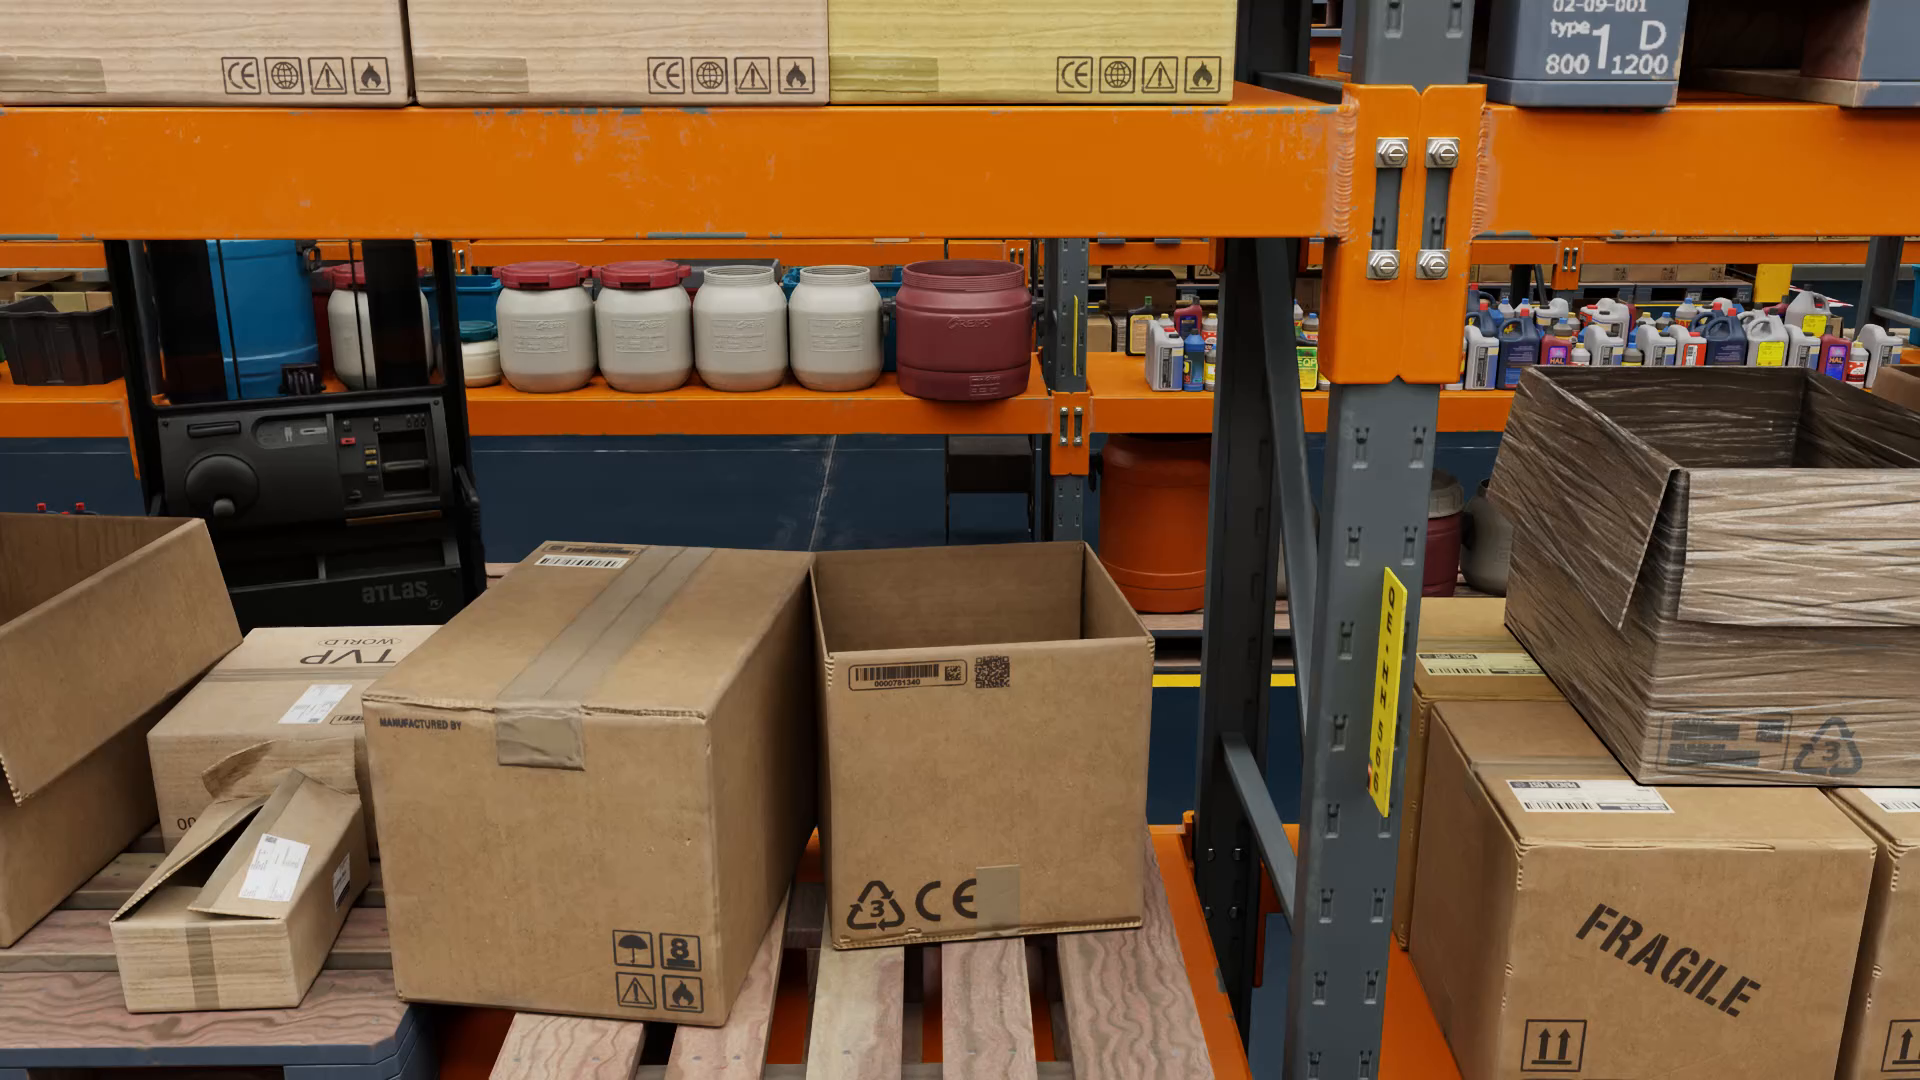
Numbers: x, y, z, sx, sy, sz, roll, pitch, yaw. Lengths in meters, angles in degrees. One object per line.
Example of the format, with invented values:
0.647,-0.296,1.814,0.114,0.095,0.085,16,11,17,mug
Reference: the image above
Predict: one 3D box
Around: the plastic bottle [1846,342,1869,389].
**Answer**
3.970,-0.775,7.379,0.097,0.201,0.097,0,18,0,plastic bottle

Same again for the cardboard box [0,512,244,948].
-1.714,0.286,2.888,0.637,0.503,0.797,2,18,5,cardboard box

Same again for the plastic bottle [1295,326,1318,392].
1.510,-0.797,7.312,0.133,0.283,0.061,0,18,-1,plastic bottle

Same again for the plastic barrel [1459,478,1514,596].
2.656,-0.018,8.080,0.421,0.512,0.421,0,18,0,plastic barrel

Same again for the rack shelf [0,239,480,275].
-5.599,-2.101,12.365,4.000,0.370,1.077,0,18,-1,rack shelf

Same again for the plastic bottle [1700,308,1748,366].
3.376,-0.851,7.369,0.185,0.351,0.144,0,18,-1,plastic bottle

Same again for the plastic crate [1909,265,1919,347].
4.936,-1.107,8.015,0.575,0.384,0.392,0,18,-1,plastic crate

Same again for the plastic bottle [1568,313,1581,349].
2.964,-1.002,8.086,0.097,0.201,0.097,0,18,0,plastic bottle

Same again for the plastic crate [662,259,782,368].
-1.145,-1.076,7.887,0.583,0.464,0.402,0,18,-1,plastic crate

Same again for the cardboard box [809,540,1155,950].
0.014,0.320,2.788,0.500,0.500,0.500,-2,18,-8,cardboard box

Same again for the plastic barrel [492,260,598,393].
-1.831,-0.947,7.365,0.433,0.535,0.433,0,18,0,plastic barrel

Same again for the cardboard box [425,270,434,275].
-4.067,-1.795,12.818,0.500,0.500,0.500,0,18,-1,cardboard box

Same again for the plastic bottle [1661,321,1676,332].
3.196,-0.851,7.501,0.097,0.271,0.097,0,18,0,plastic bottle

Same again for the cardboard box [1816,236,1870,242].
6.435,-2.467,12.164,0.500,0.500,0.500,-1,18,-2,cardboard box

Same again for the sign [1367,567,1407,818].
0.571,0.205,2.233,0.005,0.325,0.100,0,18,-1,sign

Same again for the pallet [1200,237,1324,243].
2.345,-2.392,12.409,1.213,0.211,1.003,0,18,-1,pallet

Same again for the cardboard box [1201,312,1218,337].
1.885,-1.412,12.411,0.500,0.500,0.500,-1,18,-2,cardboard box

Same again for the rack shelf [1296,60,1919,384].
2.553,-0.543,2.596,4.000,0.370,1.077,0,18,-1,rack shelf

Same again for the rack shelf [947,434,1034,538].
0.166,-0.321,9.447,0.480,0.518,0.431,0,18,-1,rack shelf

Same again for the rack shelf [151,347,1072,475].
-1.525,-0.608,7.710,4.000,0.370,1.077,0,18,-1,rack shelf

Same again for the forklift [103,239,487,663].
-2.192,-0.275,5.606,1.130,2.935,3.031,-7,19,-20,forklift

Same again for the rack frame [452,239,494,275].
-3.599,-2.454,12.286,0.127,3.000,1.000,0,18,-1,rack frame

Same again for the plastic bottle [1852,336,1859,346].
4.065,-0.822,7.525,0.097,0.201,0.097,0,18,0,plastic bottle

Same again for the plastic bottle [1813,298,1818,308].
4.101,-1.052,8.108,0.133,0.283,0.061,0,18,-1,plastic bottle

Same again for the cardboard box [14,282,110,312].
-6.559,-1.620,12.272,0.500,0.500,0.500,0,18,-1,cardboard box

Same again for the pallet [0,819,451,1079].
-1.425,0.666,2.875,1.213,0.211,1.003,0,18,-1,pallet

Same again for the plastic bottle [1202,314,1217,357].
1.219,-0.994,8.060,0.097,0.201,0.097,0,18,0,plastic bottle

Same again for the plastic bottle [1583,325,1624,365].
2.850,-0.814,7.377,0.135,0.276,0.152,0,18,-1,plastic bottle

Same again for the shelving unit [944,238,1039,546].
0.166,-1.001,9.229,0.503,2.100,0.431,0,18,-1,shelving unit

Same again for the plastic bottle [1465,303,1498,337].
2.322,-0.892,7.498,0.185,0.351,0.144,0,18,-1,plastic bottle

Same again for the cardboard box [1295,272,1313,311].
2.411,-1.933,12.808,0.500,0.250,0.500,-1,18,-2,cardboard box

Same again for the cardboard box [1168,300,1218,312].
1.850,-1.571,12.905,0.500,0.500,0.500,-1,18,-3,cardboard box

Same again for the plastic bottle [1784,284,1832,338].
4.077,-1.053,8.000,0.185,0.351,0.144,0,18,-1,plastic bottle

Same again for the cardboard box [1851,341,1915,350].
6.910,-1.338,12.590,0.500,0.250,0.500,0,18,-1,cardboard box

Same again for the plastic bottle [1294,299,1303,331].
1.609,-1.029,8.055,0.097,0.271,0.097,0,18,0,plastic bottle

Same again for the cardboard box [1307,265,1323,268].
3.670,-3.139,17.253,0.750,0.750,0.750,0,18,0,cardboard box

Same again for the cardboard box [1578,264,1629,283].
6.616,-2.995,17.379,0.500,0.500,0.700,-1,18,-3,cardboard box

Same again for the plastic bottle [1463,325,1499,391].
2.300,-0.811,7.368,0.135,0.276,0.152,0,18,-1,plastic bottle

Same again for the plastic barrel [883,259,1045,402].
0.016,-0.930,7.314,0.708,0.536,0.600,0,18,-1,plastic barrel

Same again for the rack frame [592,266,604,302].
-3.681,-3.967,17.002,0.127,3.000,1.000,0,18,-1,rack frame

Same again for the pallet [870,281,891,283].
-0.463,-2.655,17.478,1.213,0.211,1.003,0,18,-1,pallet

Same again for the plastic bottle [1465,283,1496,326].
2.494,-1.064,8.034,0.185,0.351,0.144,0,18,-1,plastic bottle

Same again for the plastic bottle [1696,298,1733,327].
3.640,-1.033,8.059,0.135,0.276,0.152,0,18,-1,plastic bottle

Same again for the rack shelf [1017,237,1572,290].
2.401,-2.140,12.486,4.000,0.370,1.077,0,18,-1,rack shelf

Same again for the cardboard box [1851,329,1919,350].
7.352,-1.493,13.073,0.500,0.250,0.500,0,18,-1,cardboard box

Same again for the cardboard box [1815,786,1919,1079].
1.559,0.583,2.657,0.500,0.500,0.500,-1,18,-2,cardboard box

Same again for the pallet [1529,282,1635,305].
6.303,-2.664,17.506,1.213,0.211,1.003,0,18,-1,pallet

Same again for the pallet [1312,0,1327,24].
2.710,-3.843,12.015,1.003,0.211,1.213,0,18,-1,pallet

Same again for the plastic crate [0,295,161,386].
-4.050,-0.948,7.692,0.504,0.338,0.767,0,18,-1,plastic crate

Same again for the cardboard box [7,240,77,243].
-6.606,-2.484,12.218,0.500,0.500,0.700,0,18,1,cardboard box
